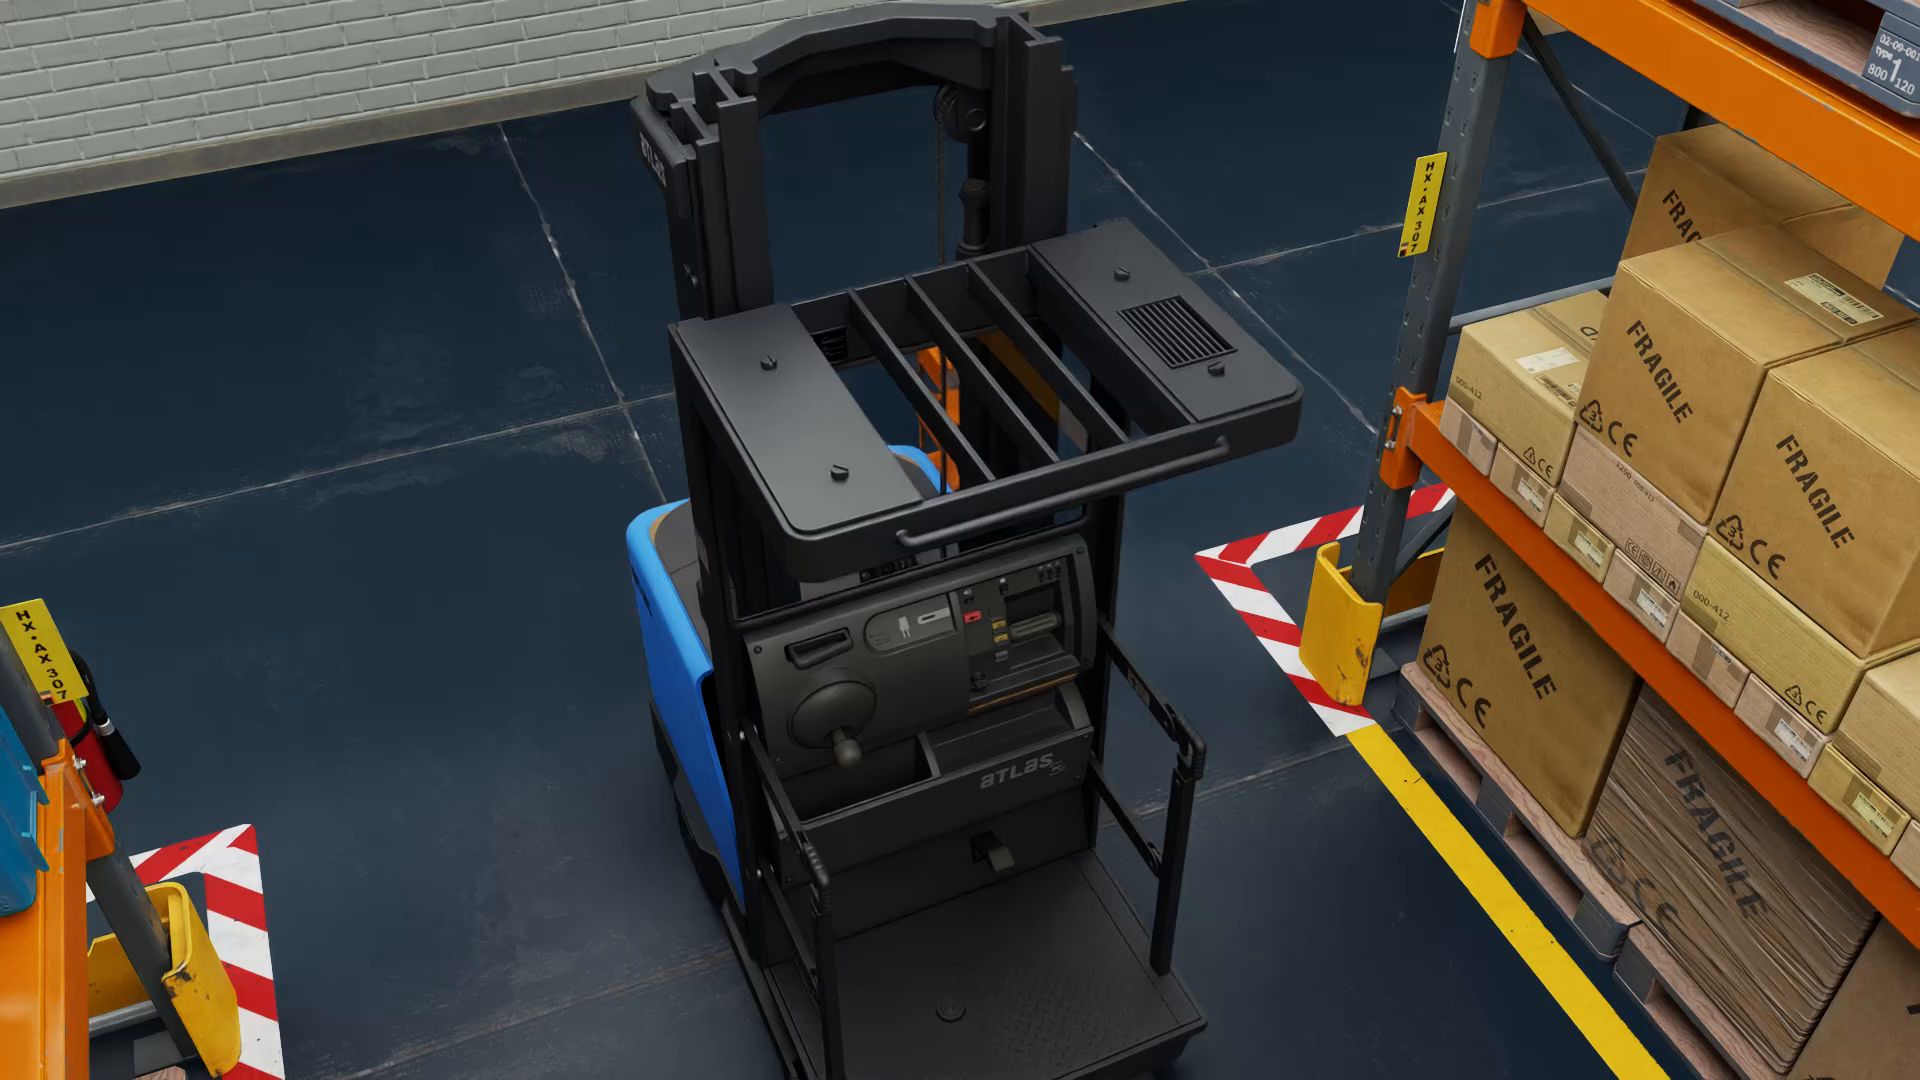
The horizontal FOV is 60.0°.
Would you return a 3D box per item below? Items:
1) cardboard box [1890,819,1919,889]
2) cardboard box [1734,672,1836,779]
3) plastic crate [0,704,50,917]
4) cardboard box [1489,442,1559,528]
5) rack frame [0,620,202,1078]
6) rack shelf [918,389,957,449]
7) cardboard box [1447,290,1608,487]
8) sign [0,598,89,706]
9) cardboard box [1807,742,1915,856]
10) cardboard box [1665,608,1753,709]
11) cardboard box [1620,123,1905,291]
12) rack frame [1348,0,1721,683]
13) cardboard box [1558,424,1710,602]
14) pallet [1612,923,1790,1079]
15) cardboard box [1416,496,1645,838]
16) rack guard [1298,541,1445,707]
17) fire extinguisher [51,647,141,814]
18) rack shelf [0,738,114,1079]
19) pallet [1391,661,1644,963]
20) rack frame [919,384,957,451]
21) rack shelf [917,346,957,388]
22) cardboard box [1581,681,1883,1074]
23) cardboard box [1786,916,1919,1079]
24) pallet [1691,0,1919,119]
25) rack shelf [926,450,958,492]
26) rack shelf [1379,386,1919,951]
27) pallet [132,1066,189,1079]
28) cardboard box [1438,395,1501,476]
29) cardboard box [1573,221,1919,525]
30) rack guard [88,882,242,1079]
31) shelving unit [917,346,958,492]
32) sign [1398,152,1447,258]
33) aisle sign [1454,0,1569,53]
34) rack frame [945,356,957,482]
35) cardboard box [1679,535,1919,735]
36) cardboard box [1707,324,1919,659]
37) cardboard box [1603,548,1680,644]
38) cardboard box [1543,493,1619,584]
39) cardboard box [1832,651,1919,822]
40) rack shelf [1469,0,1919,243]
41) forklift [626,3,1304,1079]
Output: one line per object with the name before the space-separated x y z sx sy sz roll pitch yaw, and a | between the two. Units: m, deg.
cardboard box | 2.389 0.722 3.803 0.380 0.149 0.250 -14 43 -16
cardboard box | 2.191 0.412 4.163 0.380 0.149 0.250 -16 43 -17
plastic crate | -2.409 0.601 3.677 0.616 0.435 0.499 -15 43 -17
cardboard box | 1.797 -0.208 4.884 0.380 0.149 0.250 -16 43 -17
rack frame | -2.710 0.482 3.889 1.000 3.000 0.127 -15 43 -17
rack shelf | -0.020 -0.422 6.452 0.215 0.259 0.240 -15 43 -17
cardboard box | 1.800 -0.453 4.863 0.500 0.250 0.500 -16 43 -18
sign | -2.208 0.273 4.006 0.100 0.325 0.005 -15 43 -17
cardboard box | 2.287 0.564 3.986 0.380 0.149 0.250 -16 43 -18
cardboard box | 2.092 0.257 4.344 0.380 0.149 0.250 -16 43 -18
cardboard box | 2.295 -0.866 4.768 0.500 0.500 0.500 -15 43 -16
rack frame | 1.866 -0.753 5.326 1.000 3.000 0.127 -15 43 -17
cardboard box | 2.005 -0.141 4.501 0.500 0.250 0.500 -16 43 -17
pallet | 2.707 1.500 4.844 1.003 0.211 1.213 -15 43 -17
cardboard box | 2.185 0.259 5.456 0.875 0.875 0.875 -15 43 -17
rack guard | 1.857 0.180 6.157 1.175 0.500 0.348 -15 43 -17
fire extinguisher | -2.348 0.449 4.273 0.296 0.674 0.183 -15 43 -17
rack shelf | -1.945 1.960 2.722 1.077 0.370 4.000 -15 43 -17
pallet | 2.244 0.766 5.697 1.003 0.211 1.213 -15 43 -17
rack frame | -0.067 -0.504 6.531 0.200 1.050 0.008 -15 43 -17
rack shelf | -0.020 -0.637 6.267 0.215 0.259 0.240 -15 43 -17
cardboard box | 2.533 0.807 4.819 0.875 0.875 0.875 -15 43 -17
cardboard box | 2.874 1.343 4.195 0.875 0.875 0.875 -15 43 -17
pallet | 2.160 -1.413 3.860 1.003 0.211 1.213 -15 43 -17
rack shelf | -0.020 -0.212 6.633 0.215 0.259 0.240 -15 43 -17
rack shelf | 2.632 0.724 4.159 1.077 0.370 4.000 -15 43 -17
pallet | -2.430 2.046 4.209 1.003 0.211 1.213 -15 43 -17
cardboard box | 1.697 -0.362 5.063 0.380 0.149 0.250 -15 43 -16
cardboard box | 1.992 -0.436 4.268 0.500 0.500 0.500 -16 43 -18
rack guard | -2.731 1.419 4.717 1.175 0.500 0.348 -15 43 -17
shelving unit | -0.020 -0.430 6.445 0.215 1.050 0.252 -15 43 -17
sign | 1.351 -0.977 4.861 0.100 0.325 0.005 -15 43 -17
aisle sign | 1.562 -1.708 4.441 0.394 0.787 0.004 -15 43 -17
rack frame | 0.026 -0.357 6.360 0.200 1.050 0.008 -15 43 -17
cardboard box | 2.194 0.162 4.148 0.500 0.250 0.500 -16 43 -18
cardboard box | 2.196 -0.125 3.907 0.500 0.500 0.500 -16 43 -18
cardboard box | 1.996 0.103 4.522 0.380 0.149 0.250 -16 43 -18
cardboard box | 1.895 -0.054 4.704 0.380 0.149 0.250 -16 43 -18
cardboard box | 2.399 0.475 3.784 0.500 0.250 0.500 -16 43 -18
rack shelf | 2.632 -0.413 3.181 1.077 0.370 4.000 -15 43 -17
forklift | 0.010 0.366 4.076 1.130 2.935 3.031 -17 43 -18
